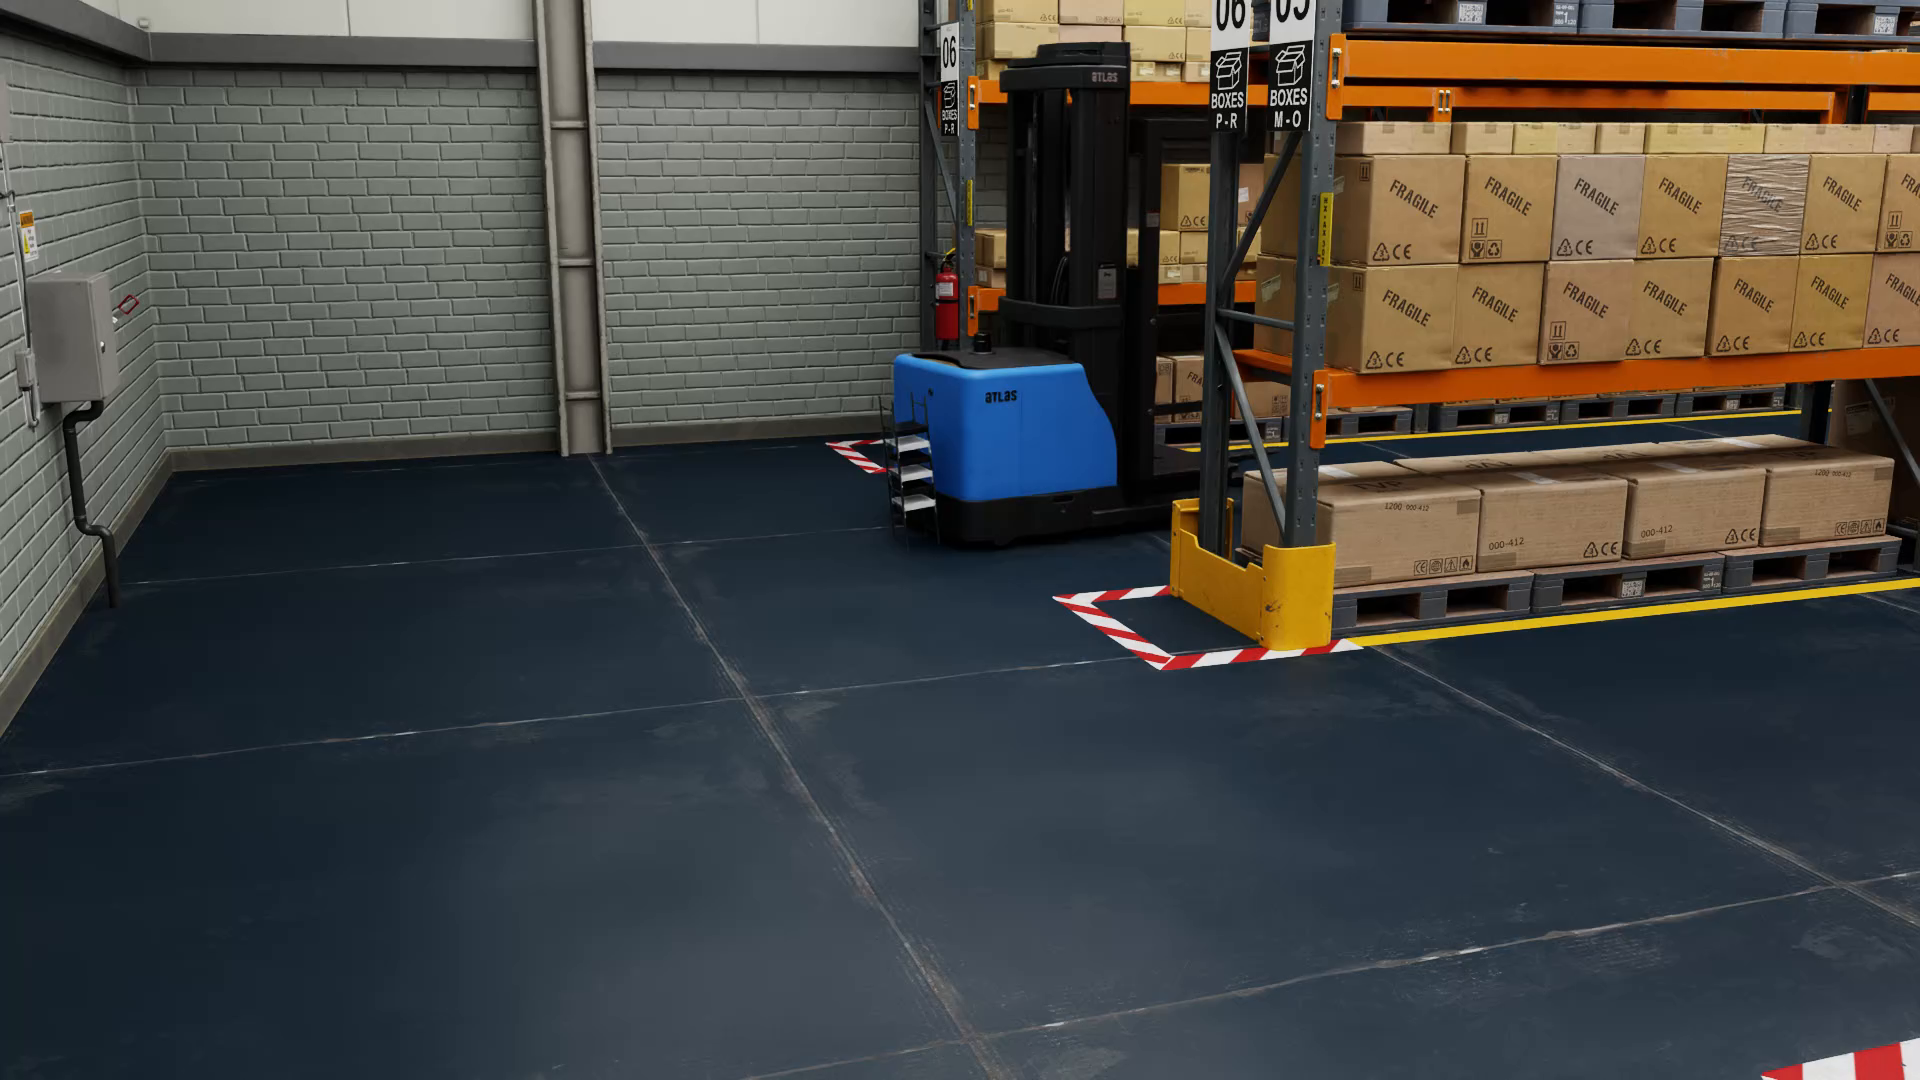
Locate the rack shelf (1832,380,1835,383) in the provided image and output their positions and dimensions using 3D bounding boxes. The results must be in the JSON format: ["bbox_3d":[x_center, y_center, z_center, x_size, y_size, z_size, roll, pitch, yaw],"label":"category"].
[{"bbox_3d":[7.169,-1.161,10.097,4.000,0.370,1.077,-4,14,-18],"label":"rack shelf"}]

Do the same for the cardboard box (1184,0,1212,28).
[{"bbox_3d":[1.836,-4.022,12.688,0.500,0.250,0.500,-4,14,-17],"label":"cardboard box"}]

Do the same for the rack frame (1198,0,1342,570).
[{"bbox_3d":[1.482,-1.068,8.152,0.127,3.000,1.000,-4,14,-18],"label":"rack frame"}]

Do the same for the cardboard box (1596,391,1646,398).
[{"bbox_3d":[5.686,-1.541,14.632,0.500,0.500,0.500,-5,14,-20],"label":"cardboard box"}]

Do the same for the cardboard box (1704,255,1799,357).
[{"bbox_3d":[3.957,-1.242,8.668,0.500,0.500,0.500,-5,14,-19],"label":"cardboard box"}]

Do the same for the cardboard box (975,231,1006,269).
[{"bbox_3d":[0.411,-2.203,12.603,0.500,0.250,0.500,-4,14,-18],"label":"cardboard box"}]

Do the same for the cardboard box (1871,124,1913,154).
[{"bbox_3d":[4.798,-2.126,8.820,0.250,0.149,0.380,-4,14,-17],"label":"cardboard box"}]

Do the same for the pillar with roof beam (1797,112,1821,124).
[{"bbox_3d":[9.799,-5.015,11.782,0.400,9.000,9.100,-4,14,-18],"label":"pillar with roof beam"}]

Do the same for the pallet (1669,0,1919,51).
[{"bbox_3d":[4.494,-2.722,8.812,1.213,0.211,1.003,-4,14,-18],"label":"pallet"}]

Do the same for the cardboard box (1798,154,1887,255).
[{"bbox_3d":[4.430,-1.768,8.715,0.500,0.500,0.500,-5,14,-19],"label":"cardboard box"}]

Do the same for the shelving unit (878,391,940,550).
[{"bbox_3d":[-0.302,-0.417,9.914,0.210,0.900,0.258,-11,17,-20],"label":"shelving unit"}]

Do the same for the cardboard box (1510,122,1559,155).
[{"bbox_3d":[2.659,-1.937,8.025,0.250,0.149,0.380,-5,14,-20],"label":"cardboard box"}]

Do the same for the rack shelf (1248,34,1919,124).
[{"bbox_3d":[3.377,-2.325,8.509,4.000,0.370,1.077,-4,14,-18],"label":"rack shelf"}]

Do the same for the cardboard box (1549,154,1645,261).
[{"bbox_3d":[3.001,-1.656,8.245,0.500,0.500,0.500,-5,14,-18],"label":"cardboard box"}]

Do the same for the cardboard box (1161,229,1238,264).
[{"bbox_3d":[1.846,-2.321,13.098,0.500,0.250,0.500,-5,14,-20],"label":"cardboard box"}]

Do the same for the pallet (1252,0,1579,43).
[{"bbox_3d":[2.182,-2.542,8.055,1.213,0.211,1.003,-4,14,-18],"label":"pallet"}]

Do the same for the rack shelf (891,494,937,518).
[{"bbox_3d":[-0.282,-0.212,9.971,0.200,0.077,0.258,-11,17,-20],"label":"rack shelf"}]

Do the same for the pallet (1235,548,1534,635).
[{"bbox_3d":[2.215,0.212,8.795,1.213,0.211,1.003,-4,14,-18],"label":"pallet"}]

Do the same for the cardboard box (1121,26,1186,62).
[{"bbox_3d":[1.367,-3.738,12.573,0.500,0.250,0.500,-5,14,-20],"label":"cardboard box"}]

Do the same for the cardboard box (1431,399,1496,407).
[{"bbox_3d":[4.217,-1.427,14.152,0.500,0.500,0.500,-4,14,-16],"label":"cardboard box"}]

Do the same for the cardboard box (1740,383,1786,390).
[{"bbox_3d":[7.145,-1.657,15.121,0.500,0.500,0.500,-4,14,-16],"label":"cardboard box"}]

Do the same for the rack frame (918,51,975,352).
[{"bbox_3d":[-0.105,-2.157,12.728,0.127,3.000,1.000,-4,14,-18],"label":"rack frame"}]

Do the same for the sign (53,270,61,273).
[{"bbox_3d":[-4.740,-1.165,8.765,0.001,0.494,0.329,-4,14,-18],"label":"sign"}]

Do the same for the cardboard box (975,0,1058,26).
[{"bbox_3d":[0.396,-3.909,12.212,0.500,0.250,0.500,-5,14,-19],"label":"cardboard box"}]

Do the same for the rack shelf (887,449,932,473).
[{"bbox_3d":[-0.307,-0.471,9.898,0.200,0.077,0.258,-11,17,-20],"label":"rack shelf"}]

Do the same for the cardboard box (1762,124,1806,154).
[{"bbox_3d":[4.099,-2.061,8.546,0.250,0.149,0.380,-5,14,-18],"label":"cardboard box"}]

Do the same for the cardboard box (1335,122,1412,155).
[{"bbox_3d":[1.907,-1.884,7.805,0.250,0.149,0.380,-4,14,-17],"label":"cardboard box"}]

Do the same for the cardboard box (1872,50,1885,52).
[{"bbox_3d":[7.905,-4.305,14.658,0.250,0.166,0.380,-4,14,-18],"label":"cardboard box"}]

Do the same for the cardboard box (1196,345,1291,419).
[{"bbox_3d":[2.312,-1.300,13.622,0.500,0.500,0.700,-5,14,-20],"label":"cardboard box"}]

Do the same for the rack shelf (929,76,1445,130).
[{"bbox_3d":[1.791,-3.414,13.084,4.000,0.370,1.077,-4,14,-18],"label":"rack shelf"}]

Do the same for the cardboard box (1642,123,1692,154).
[{"bbox_3d":[3.390,-1.990,8.247,0.250,0.149,0.380,-5,14,-19],"label":"cardboard box"}]

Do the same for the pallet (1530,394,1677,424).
[{"bbox_3d":[5.603,-1.255,14.961,1.213,0.211,1.003,-4,14,-18],"label":"pallet"}]

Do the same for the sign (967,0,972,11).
[{"bbox_3d":[0.068,-3.922,11.779,0.005,0.325,0.100,-4,14,-18],"label":"sign"}]

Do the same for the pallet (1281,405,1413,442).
[{"bbox_3d":[3.035,-1.045,14.079,1.213,0.211,1.003,-4,14,-18],"label":"pallet"}]

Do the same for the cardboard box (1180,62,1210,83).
[{"bbox_3d":[1.755,-3.558,12.680,0.250,0.149,0.380,-4,14,-18],"label":"cardboard box"}]

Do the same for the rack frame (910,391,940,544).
[{"bbox_3d":[-0.208,-0.436,9.949,0.006,0.900,0.240,-11,17,-20],"label":"rack frame"}]

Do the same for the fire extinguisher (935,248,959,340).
[{"bbox_3d":[-0.097,-1.825,12.308,0.183,0.674,0.296,-4,14,-18],"label":"fire extinguisher"}]

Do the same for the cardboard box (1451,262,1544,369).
[{"bbox_3d":[2.499,-1.133,8.207,0.500,0.500,0.500,-5,14,-19],"label":"cardboard box"}]

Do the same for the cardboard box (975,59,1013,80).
[{"bbox_3d":[0.271,-3.466,12.294,0.250,0.149,0.380,-4,14,-17],"label":"cardboard box"}]

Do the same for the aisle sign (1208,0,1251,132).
[{"bbox_3d":[1.315,-2.396,8.115,0.004,0.787,0.394,-4,14,-18],"label":"aisle sign"}]

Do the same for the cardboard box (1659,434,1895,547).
[{"bbox_3d":[4.644,-0.299,9.545,0.875,0.438,0.875,-5,14,-19],"label":"cardboard box"}]

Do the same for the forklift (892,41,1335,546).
[{"bbox_3d":[1.106,-1.615,10.600,3.031,2.935,1.130,-7,15,-29],"label":"forklift"}]

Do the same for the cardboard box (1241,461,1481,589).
[{"bbox_3d":[2.075,-0.097,8.697,0.875,0.438,0.875,-5,14,-20],"label":"cardboard box"}]

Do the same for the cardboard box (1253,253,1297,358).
[{"bbox_3d":[1.855,-1.211,8.534,0.500,0.500,0.500,-4,14,-18],"label":"cardboard box"}]

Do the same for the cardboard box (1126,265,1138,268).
[{"bbox_3d":[1.268,-2.081,12.951,0.250,0.149,0.380,-4,14,-17],"label":"cardboard box"}]

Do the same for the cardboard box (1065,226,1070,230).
[{"bbox_3d":[0.736,-2.358,13.257,0.500,0.250,0.500,-4,14,-18],"label":"cardboard box"}]
